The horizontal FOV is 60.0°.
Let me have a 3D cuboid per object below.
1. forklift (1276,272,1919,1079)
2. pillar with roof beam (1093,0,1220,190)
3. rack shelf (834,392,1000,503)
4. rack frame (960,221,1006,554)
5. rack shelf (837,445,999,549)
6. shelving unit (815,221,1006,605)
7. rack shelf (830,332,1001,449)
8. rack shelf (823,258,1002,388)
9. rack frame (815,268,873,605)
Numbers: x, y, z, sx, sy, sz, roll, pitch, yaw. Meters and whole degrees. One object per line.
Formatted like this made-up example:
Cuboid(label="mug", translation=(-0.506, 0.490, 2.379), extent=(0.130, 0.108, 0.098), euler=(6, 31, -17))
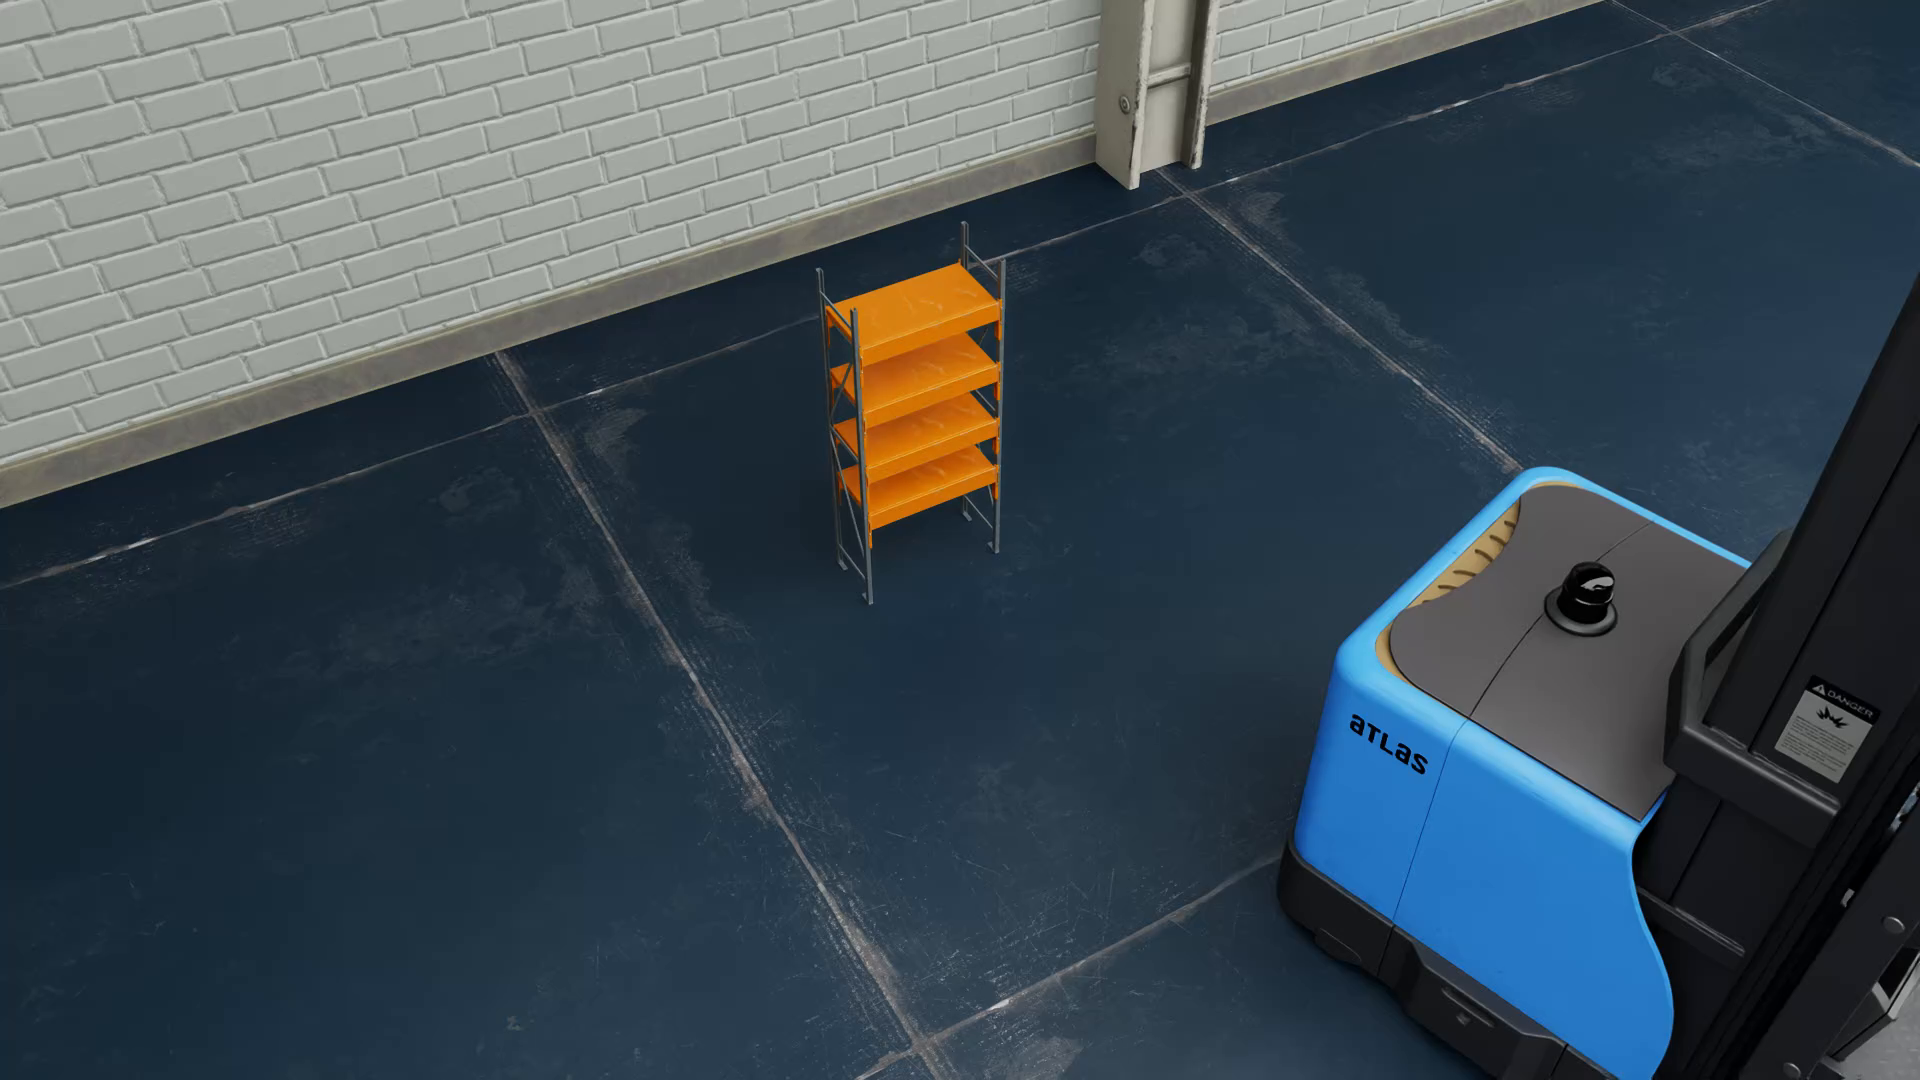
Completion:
Cuboid(label="forklift", translation=(2.298, 0.446, 3.186), extent=(3.031, 2.935, 1.130), euler=(33, 53, 30))
Cuboid(label="pillar with roof beam", translation=(2.986, -2.337, 1.697), extent=(0.400, 9.000, 9.100), euler=(-22, 48, -21))
Cuboid(label="rack shelf", translation=(-0.144, -0.325, 5.320), extent=(0.480, 0.148, 0.258), euler=(-22, 48, -21))
Cuboid(label="rack frame", translation=(0.068, -0.458, 5.360), extent=(0.015, 1.200, 0.240), euler=(-22, 48, -21))
Cuboid(label="rack shelf", translation=(-0.144, -0.182, 5.458), extent=(0.480, 0.148, 0.258), euler=(-22, 48, -21))
Cuboid(label="shelving unit", translation=(-0.144, -0.373, 5.273), extent=(0.503, 1.200, 0.258), euler=(-22, 48, -21))
Cuboid(label="rack shelf", translation=(-0.144, -0.485, 5.164), extent=(0.480, 0.148, 0.258), euler=(-22, 48, -21))
Cuboid(label="rack shelf", translation=(-0.144, -0.655, 4.999), extent=(0.480, 0.148, 0.258), euler=(-22, 48, -21))
Cuboid(label="rack frame", translation=(-0.355, -0.288, 5.186), extent=(0.015, 1.200, 0.240), euler=(-22, 48, -21))
